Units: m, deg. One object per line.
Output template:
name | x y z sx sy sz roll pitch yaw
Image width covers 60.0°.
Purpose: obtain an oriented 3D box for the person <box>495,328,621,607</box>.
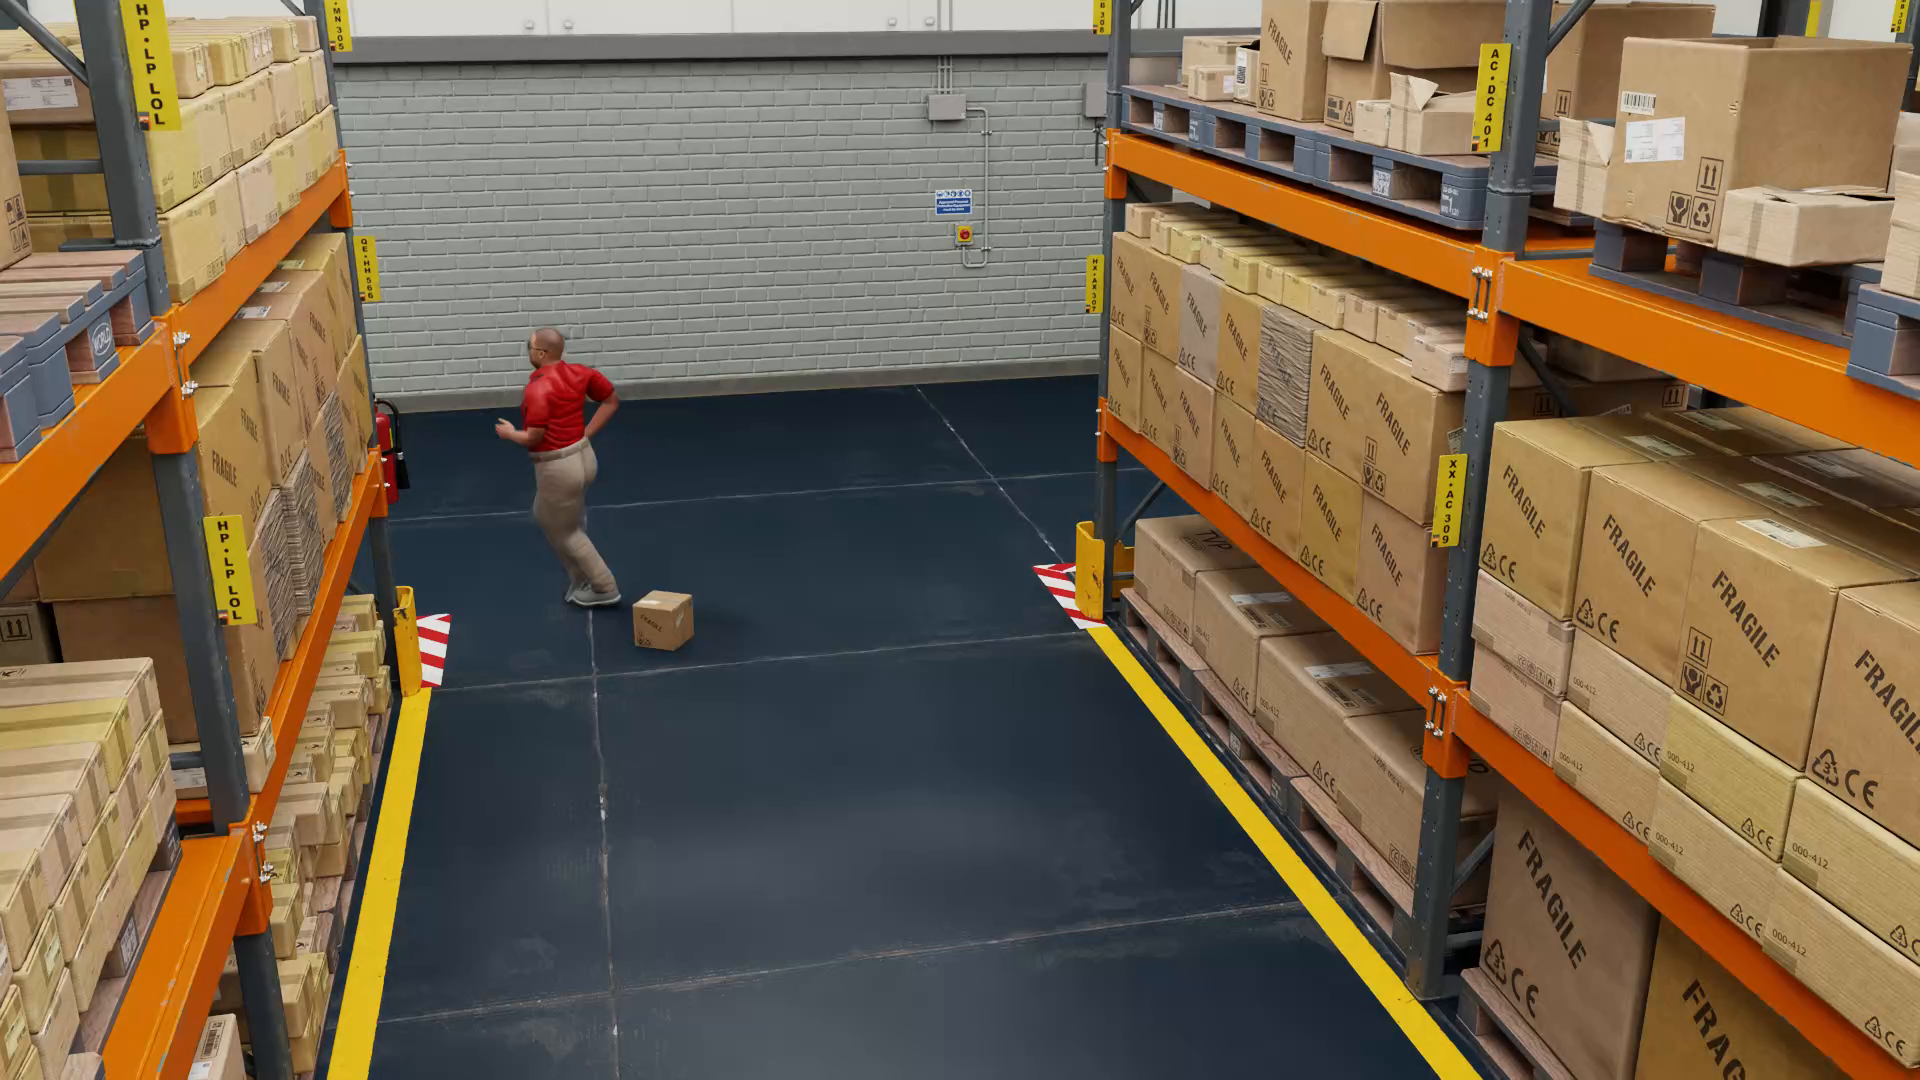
person | -2.370 -0.379 9.763 0.648 1.772 0.660 6 20 18
